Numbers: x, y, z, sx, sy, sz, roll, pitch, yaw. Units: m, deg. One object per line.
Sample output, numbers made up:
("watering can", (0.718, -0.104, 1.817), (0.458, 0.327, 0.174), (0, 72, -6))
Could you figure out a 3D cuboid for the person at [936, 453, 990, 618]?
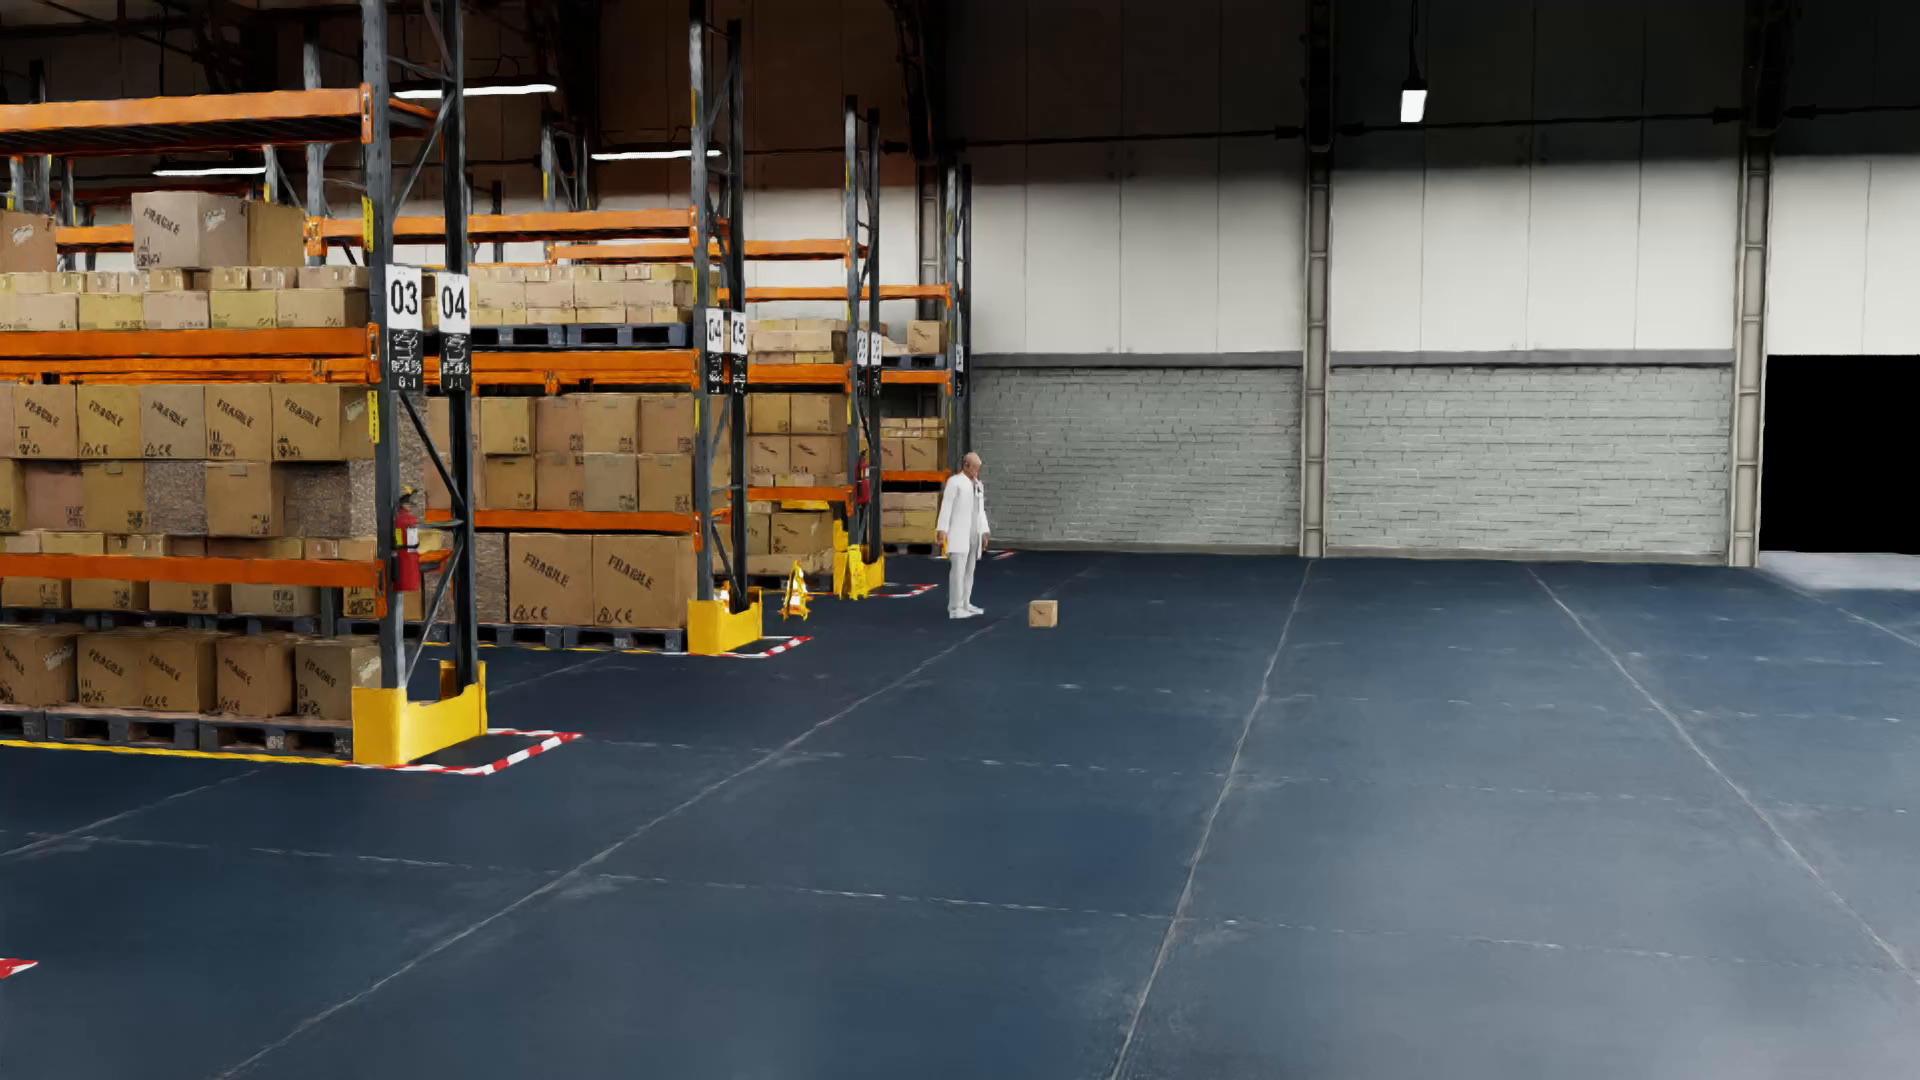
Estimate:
("person", (0.073, -0.051, 17.832), (0.674, 1.767, 0.755), (4, 6, 41))
